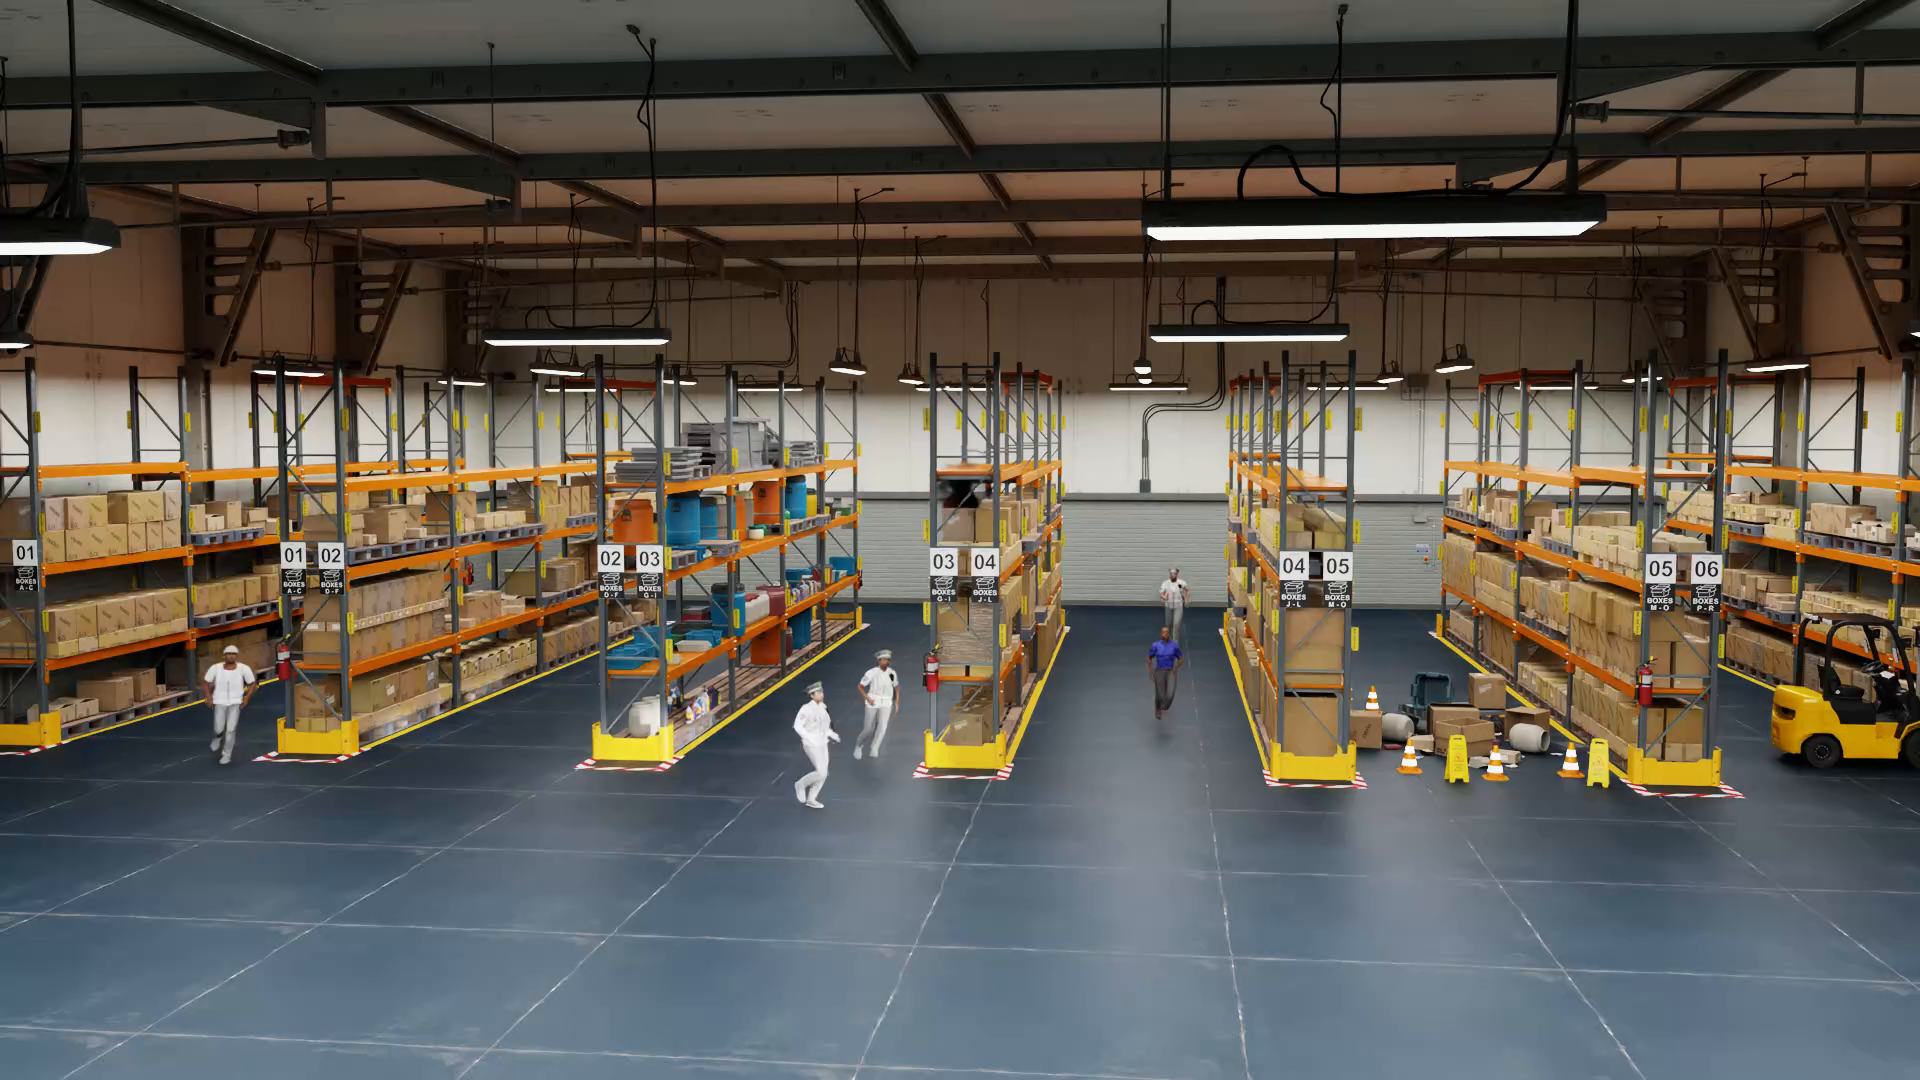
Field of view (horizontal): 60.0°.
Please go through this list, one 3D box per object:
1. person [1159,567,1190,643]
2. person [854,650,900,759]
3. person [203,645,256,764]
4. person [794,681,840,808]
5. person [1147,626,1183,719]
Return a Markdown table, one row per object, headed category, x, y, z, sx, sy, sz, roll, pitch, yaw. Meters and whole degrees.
| category | x | y | z | sx | sy | sz | roll | pitch | yaw |
| --- | --- | --- | --- | --- | --- | --- | --- | --- | --- |
| person | 4.788 | 1.498 | 37.137 | 0.672 | 1.795 | 0.965 | 1 | 4 | 12 |
| person | -1.139 | 2.374 | 23.800 | 0.642 | 1.601 | 0.837 | -1 | 4 | -18 |
| person | -10.832 | 2.410 | 24.680 | 0.730 | 1.721 | 0.595 | -2 | 4 | -26 |
| person | -1.861 | 2.656 | 21.559 | 0.539 | 1.639 | 0.595 | 2 | 5 | 30 |
| person | 3.327 | 2.168 | 26.919 | 0.583 | 1.547 | 0.632 | 0 | 4 | 2 |
